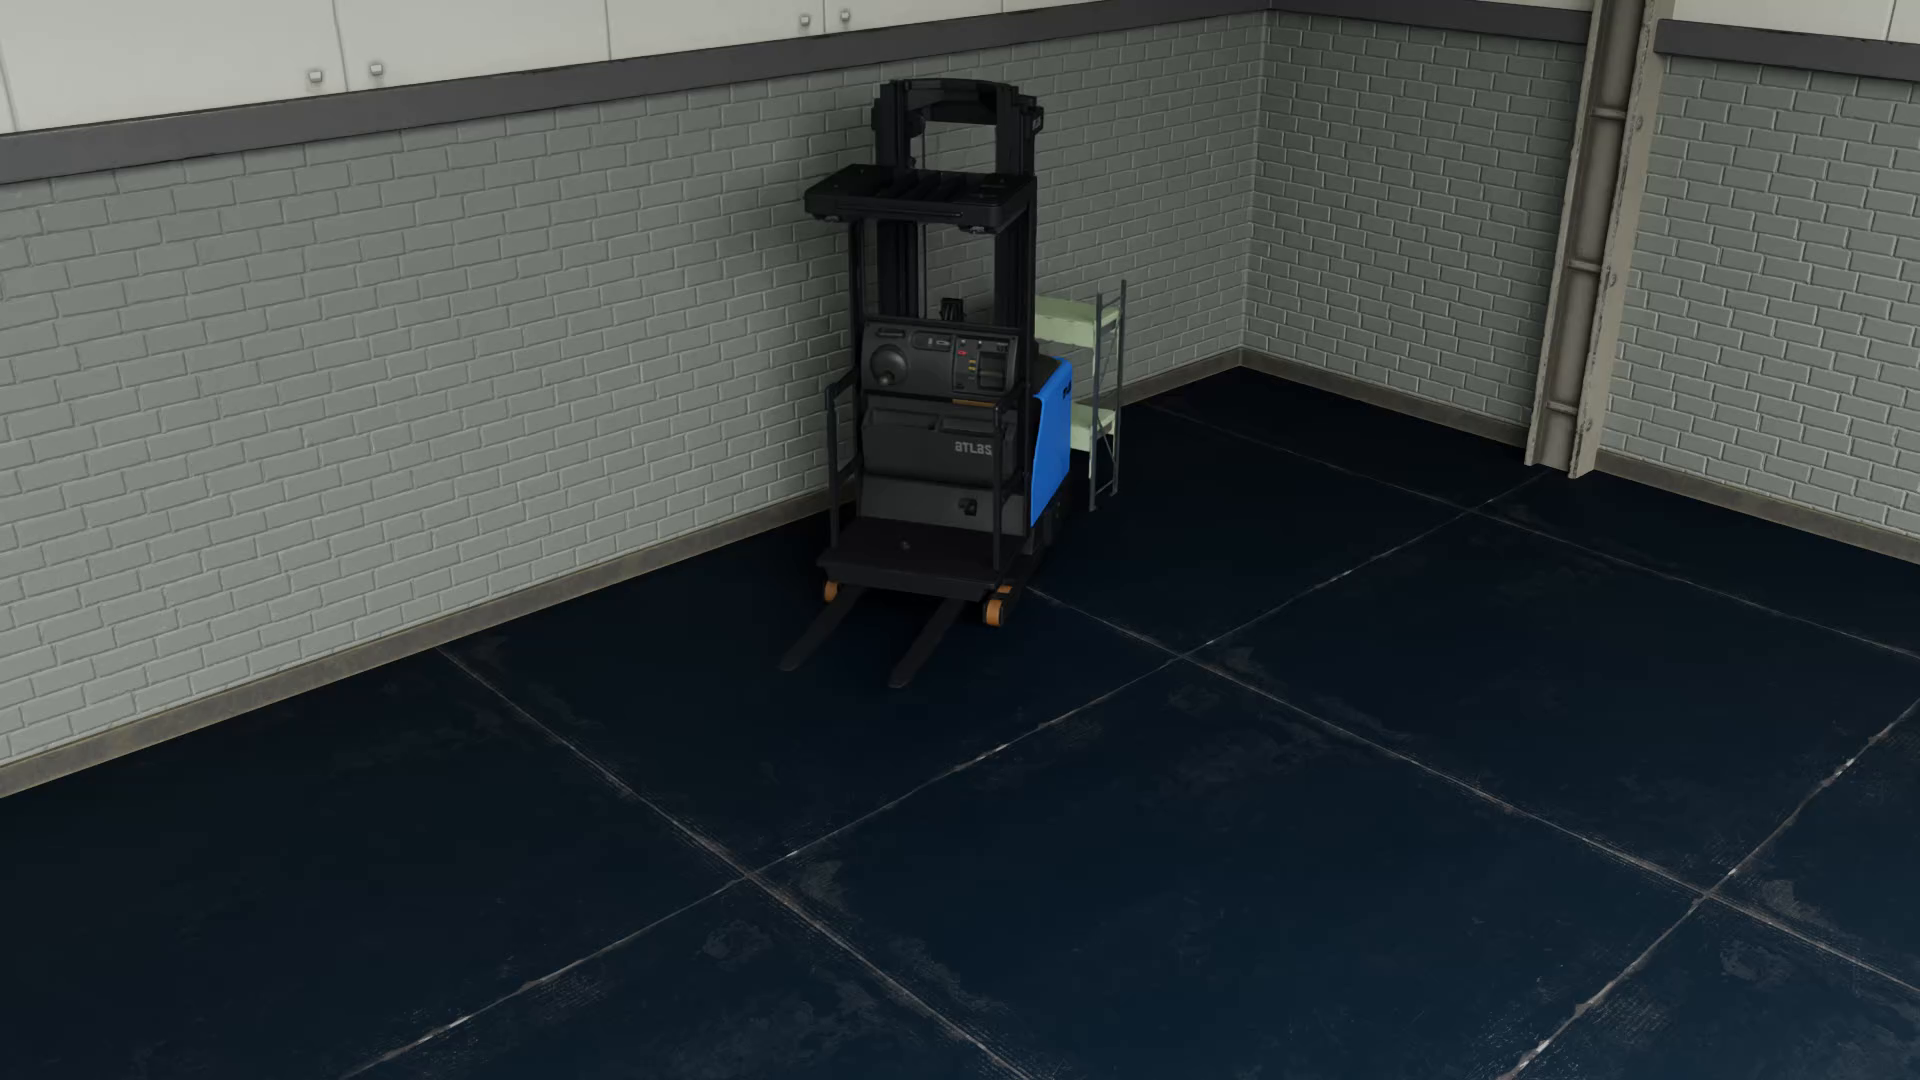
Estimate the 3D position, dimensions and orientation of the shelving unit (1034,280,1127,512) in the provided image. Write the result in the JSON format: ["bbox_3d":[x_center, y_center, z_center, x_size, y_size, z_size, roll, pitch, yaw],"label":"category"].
[{"bbox_3d":[0.662,-1.023,11.185,0.755,1.500,0.431,14,28,27],"label":"shelving unit"}]

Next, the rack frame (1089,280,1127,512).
[{"bbox_3d":[0.979,-0.947,11.018,0.023,1.500,0.400,14,28,27],"label":"rack frame"}]

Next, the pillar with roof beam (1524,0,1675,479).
[{"bbox_3d":[1.153,-3.405,7.372,9.100,9.000,0.400,-21,32,-38],"label":"pillar with roof beam"}]

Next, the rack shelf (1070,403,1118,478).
[{"bbox_3d":[0.662,-0.726,11.320,0.720,0.370,0.431,14,28,27],"label":"rack shelf"}]

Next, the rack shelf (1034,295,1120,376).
[{"bbox_3d":[0.662,-1.378,11.023,0.720,0.370,0.431,14,28,27],"label":"rack shelf"}]

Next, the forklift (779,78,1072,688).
[{"bbox_3d":[-0.183,-1.012,9.438,1.130,2.935,3.031,7,26,16],"label":"forklift"}]
